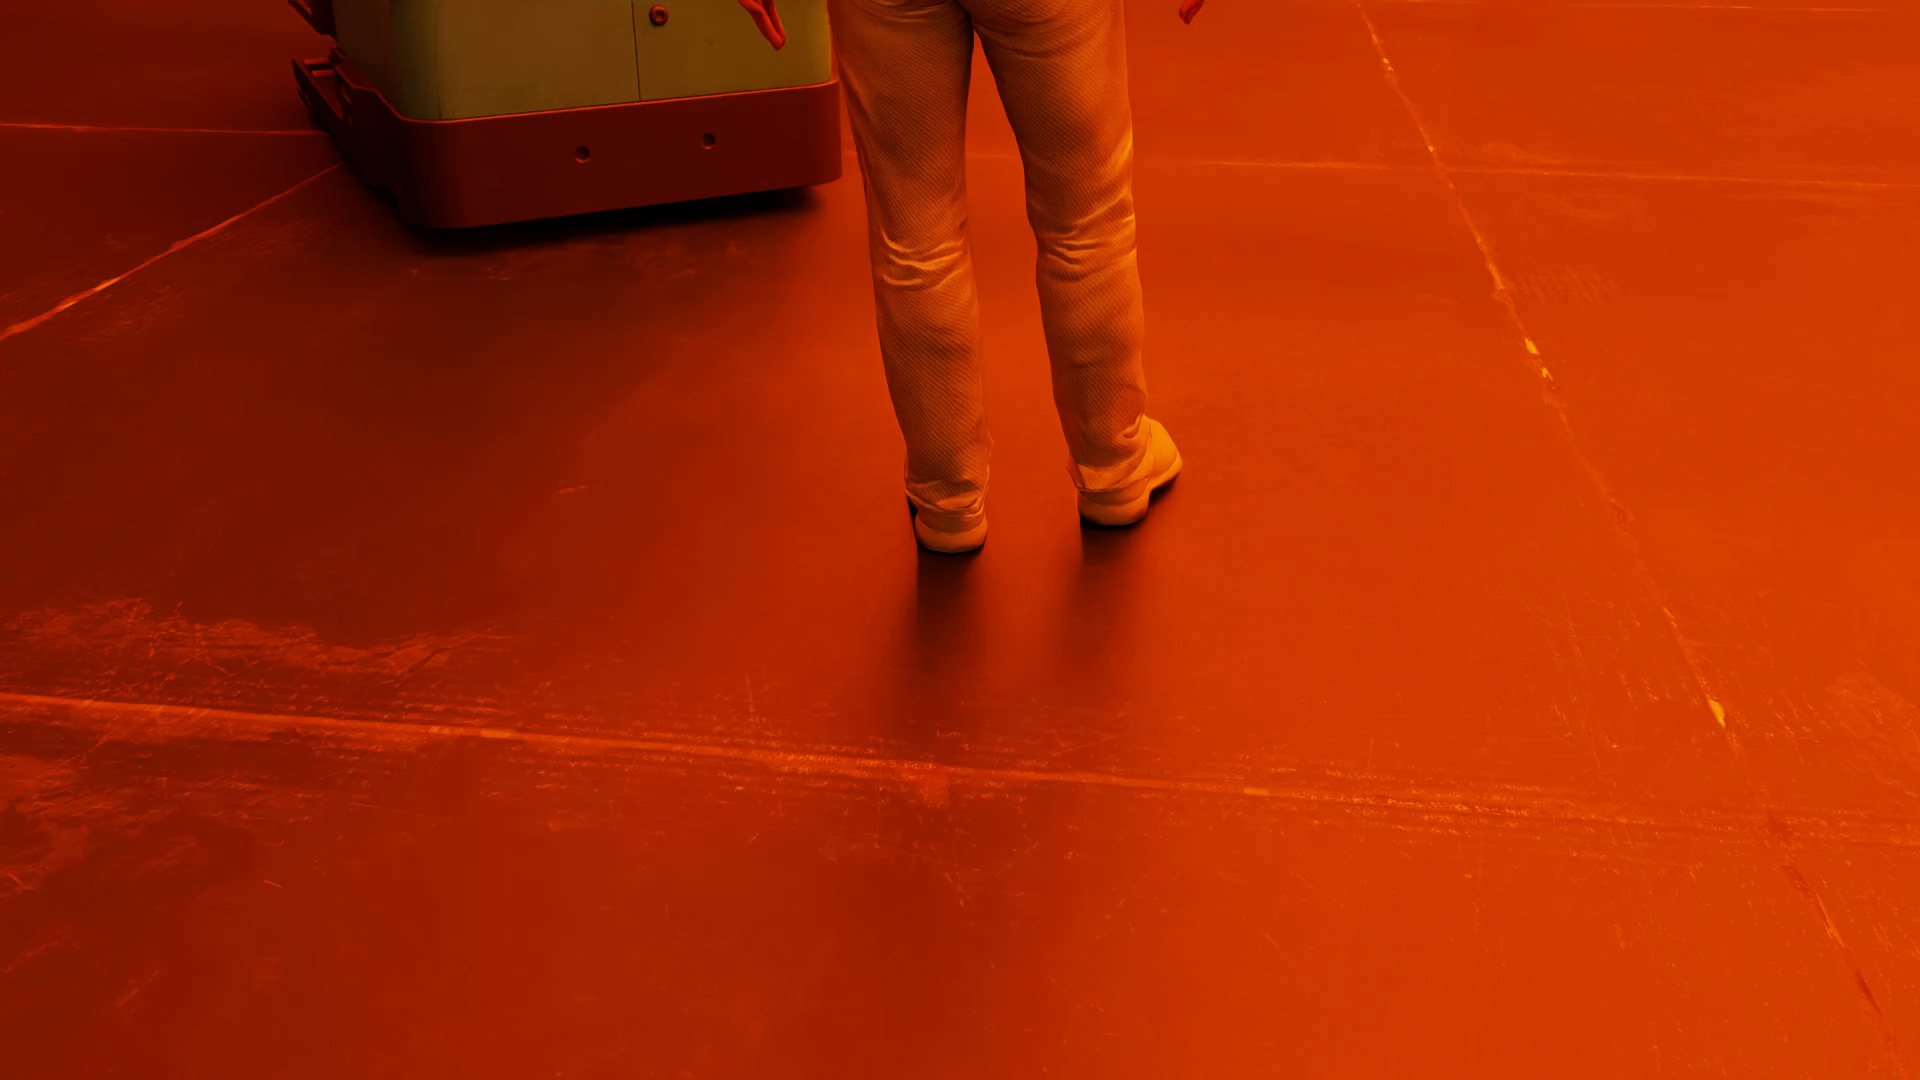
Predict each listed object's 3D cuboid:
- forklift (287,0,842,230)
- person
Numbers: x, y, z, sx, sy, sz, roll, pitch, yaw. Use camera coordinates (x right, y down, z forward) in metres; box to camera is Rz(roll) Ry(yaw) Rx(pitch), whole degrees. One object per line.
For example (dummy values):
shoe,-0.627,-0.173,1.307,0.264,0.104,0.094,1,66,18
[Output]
forklift,-1.410,-2.638,4.505,1.130,2.935,3.031,-13,29,-24
person,0.015,-0.827,2.164,0.665,1.768,0.575,3,27,7
